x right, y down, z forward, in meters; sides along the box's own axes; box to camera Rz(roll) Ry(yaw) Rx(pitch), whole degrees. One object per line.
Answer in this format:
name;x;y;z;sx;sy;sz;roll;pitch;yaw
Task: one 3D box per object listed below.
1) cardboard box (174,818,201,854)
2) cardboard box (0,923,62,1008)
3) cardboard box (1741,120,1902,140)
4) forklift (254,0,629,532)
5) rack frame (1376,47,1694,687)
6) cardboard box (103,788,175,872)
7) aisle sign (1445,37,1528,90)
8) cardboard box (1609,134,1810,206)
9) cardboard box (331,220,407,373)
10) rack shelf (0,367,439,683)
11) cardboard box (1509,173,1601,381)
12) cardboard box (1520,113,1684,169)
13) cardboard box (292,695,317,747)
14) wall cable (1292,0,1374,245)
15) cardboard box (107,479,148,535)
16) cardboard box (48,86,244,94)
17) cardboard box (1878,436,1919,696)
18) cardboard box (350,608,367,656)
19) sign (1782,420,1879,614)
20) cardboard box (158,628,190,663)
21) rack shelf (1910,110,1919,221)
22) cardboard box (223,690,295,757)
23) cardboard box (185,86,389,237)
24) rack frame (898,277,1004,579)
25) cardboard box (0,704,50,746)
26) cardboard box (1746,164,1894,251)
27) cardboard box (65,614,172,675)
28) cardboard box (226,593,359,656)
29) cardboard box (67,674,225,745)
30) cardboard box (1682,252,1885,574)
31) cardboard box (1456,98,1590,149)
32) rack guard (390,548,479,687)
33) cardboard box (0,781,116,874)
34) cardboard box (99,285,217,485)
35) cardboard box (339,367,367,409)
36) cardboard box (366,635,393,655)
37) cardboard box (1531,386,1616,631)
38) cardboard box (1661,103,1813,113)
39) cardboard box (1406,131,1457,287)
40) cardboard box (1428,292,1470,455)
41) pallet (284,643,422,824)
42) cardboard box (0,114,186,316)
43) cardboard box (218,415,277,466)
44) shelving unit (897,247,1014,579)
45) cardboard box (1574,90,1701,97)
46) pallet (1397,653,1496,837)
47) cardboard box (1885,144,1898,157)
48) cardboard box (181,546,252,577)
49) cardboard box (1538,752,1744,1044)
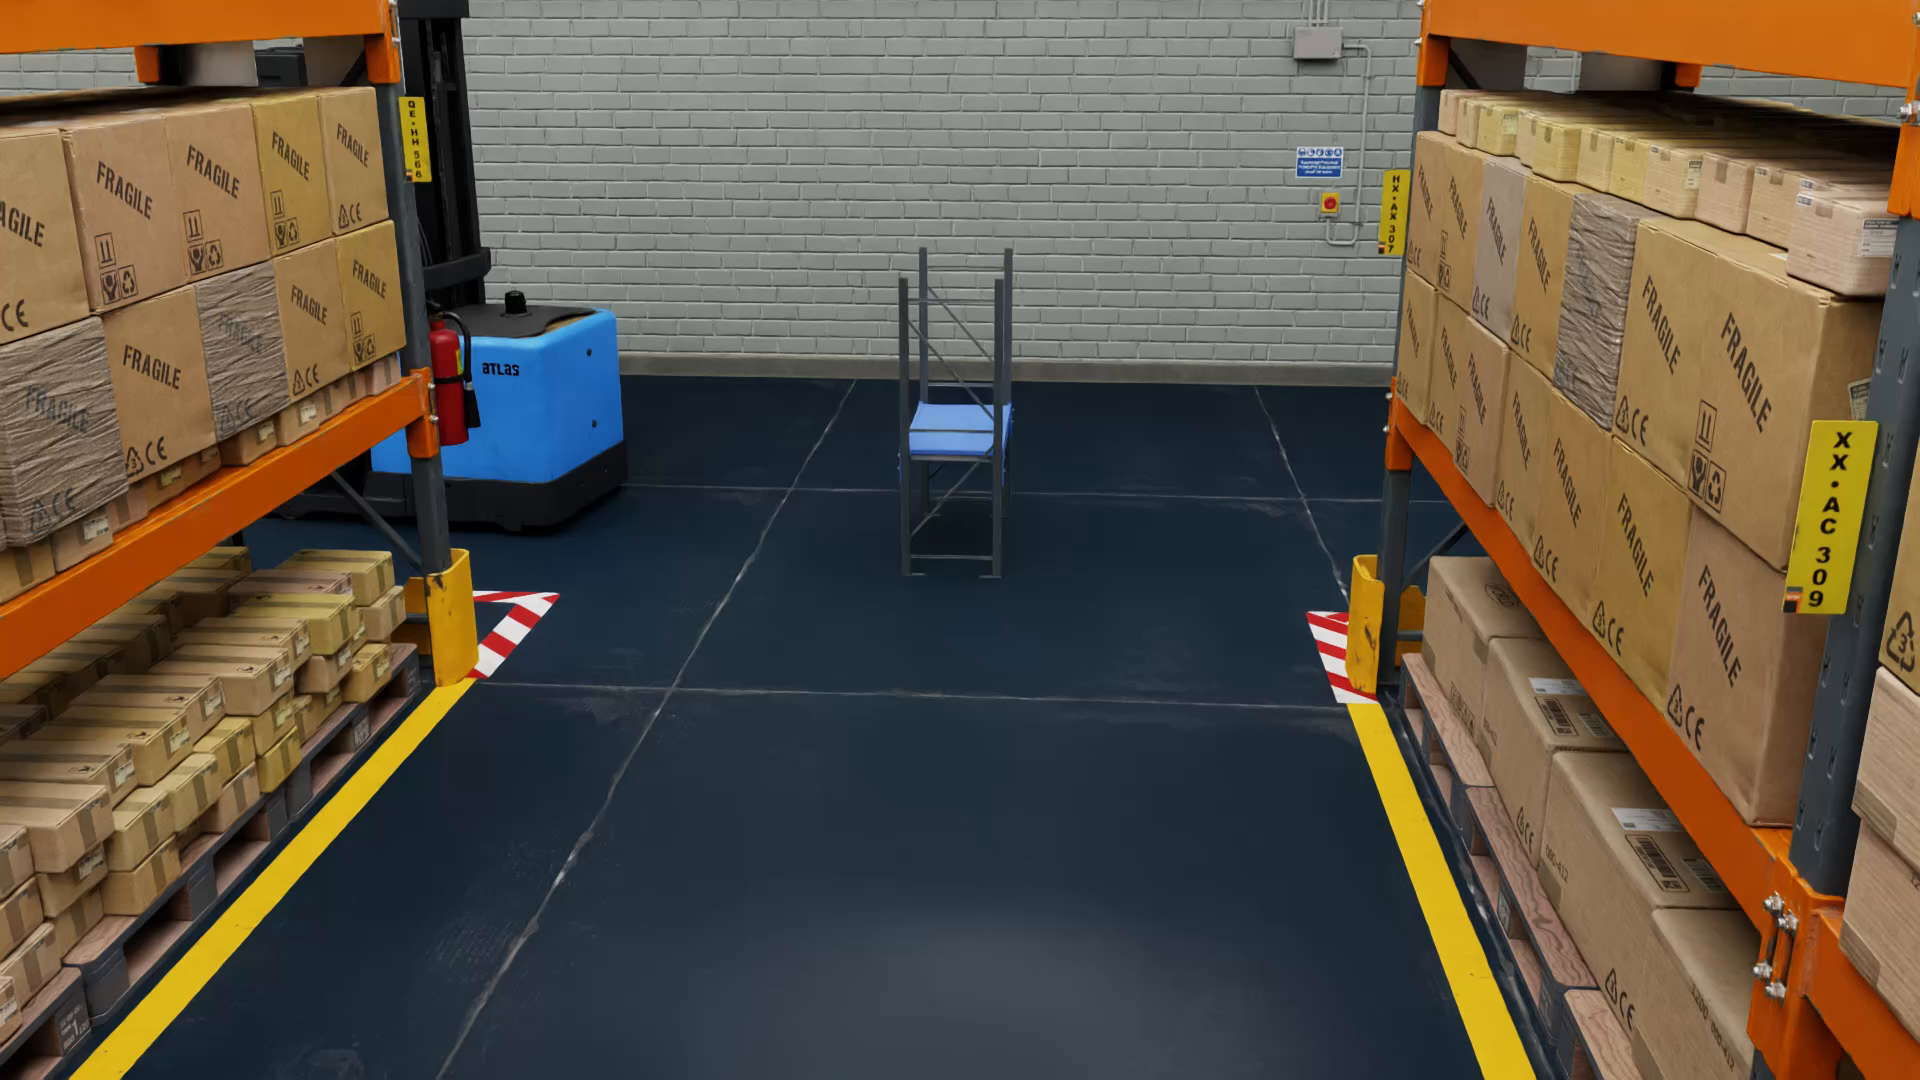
cardboard box;-2.642;0.910;5.233;0.380;0.149;0.250;2;18;5
cardboard box;-2.684;1.156;4.482;0.380;0.149;0.250;1;18;3
cardboard box;2.347;-1.052;4.508;0.380;0.149;0.250;2;18;6
forklift;-3.525;-1.663;9.292;3.031;2.935;1.130;4;19;13
rack frame;2.248;-0.816;6.595;1.000;3.000;0.127;1;18;4
cardboard box;-2.582;0.853;4.928;0.380;0.149;0.250;1;18;3
aisle sign;1.964;-2.080;6.278;0.394;0.787;0.004;1;18;4
cardboard box;1.820;-0.903;4.052;0.380;0.149;0.250;1;18;3
cardboard box;-2.472;-0.938;6.331;0.500;0.500;0.500;2;18;5
rack shelf;-2.840;0.068;5.052;1.077;0.370;4.000;1;18;4
cardboard box;1.835;-0.720;4.536;0.500;0.500;0.500;1;18;4
cardboard box;1.838;-1.140;4.776;0.380;0.149;0.250;1;18;4
cardboard box;-2.554;0.668;5.971;0.380;0.149;0.250;1;18;4
wall cable;2.629;-3.065;11.778;0.585;1.953;0.123;1;18;4
cardboard box;-2.618;-0.108;4.839;0.380;0.149;0.250;2;18;6
cardboard box;-2.994;-1.425;6.211;0.500;0.500;0.500;1;18;4
cardboard box;1.643;0.034;2.235;0.500;0.500;0.500;1;18;5
cardboard box;-2.523;0.369;6.405;0.380;0.149;0.250;1;18;3
sign;1.407;-0.034;2.693;0.100;0.325;0.005;1;18;4
cardboard box;-2.996;0.438;6.195;0.380;0.149;0.250;2;18;5
rack shelf;1.818;-0.036;0.553;1.077;0.370;4.000;1;18;4
cardboard box;-2.510;0.612;5.664;0.380;0.149;0.250;2;18;5
cardboard box;-2.482;-1.411;6.168;0.500;0.500;0.500;1;18;3
rack frame;-0.043;-0.528;8.127;0.500;1.500;0.032;1;18;4
cardboard box;-3.071;0.622;5.155;0.380;0.149;0.250;1;18;4
cardboard box;1.820;-0.664;3.323;0.380;0.149;0.250;1;18;4
cardboard box;-3.054;0.376;5.908;0.380;0.149;0.250;0;18;1
cardboard box;-2.449;0.308;6.115;0.380;0.149;0.250;1;18;3
cardboard box;-2.624;0.551;5.373;0.380;0.149;0.250;1;18;2
cardboard box;1.719;-0.249;3.098;0.500;0.500;0.500;1;18;3
cardboard box;1.865;-1.381;5.513;0.380;0.149;0.250;2;18;6
rack guard;-2.702;0.317;7.153;1.175;0.500;0.348;1;18;4
cardboard box;-2.609;0.795;4.628;0.380;0.149;0.250;2;18;5
cardboard box;-2.587;-0.466;4.890;0.500;0.500;0.500;2;18;7
cardboard box;-2.494;-0.591;6.314;0.380;0.149;0.250;1;18;4
cardboard box;-2.527;0.429;6.702;0.380;0.149;0.250;2;18;5
cardboard box;1.792;-0.087;4.210;0.500;0.500;0.500;1;18;3
cardboard box;2.434;-1.292;5.240;0.380;0.149;0.250;2;18;5
cardboard box;1.929;-1.195;5.988;0.500;0.500;0.500;1;18;3
cardboard box;1.918;-0.563;5.662;0.500;0.500;0.500;1;18;3
pallet;-2.796;0.706;6.431;1.003;0.211;1.213;1;18;4
cardboard box;-2.581;-0.928;4.693;0.500;0.500;0.500;1;18;2
cardboard box;-2.540;-0.352;5.584;0.380;0.149;0.250;0;18;1
shelving unit;-0.006;-0.686;8.609;0.538;1.500;1.048;1;18;4
cardboard box;2.422;-1.531;5.969;0.380;0.149;0.250;2;18;5
pallet;2.268;0.760;6.266;1.003;0.211;1.213;1;18;4
cardboard box;2.348;-0.814;3.783;0.380;0.149;0.250;1;18;2
cardboard box;-3.073;0.133;6.649;0.380;0.149;0.250;0;18;1
cardboard box;2.177;0.974;4.573;0.875;0.438;0.875;1;18;2
